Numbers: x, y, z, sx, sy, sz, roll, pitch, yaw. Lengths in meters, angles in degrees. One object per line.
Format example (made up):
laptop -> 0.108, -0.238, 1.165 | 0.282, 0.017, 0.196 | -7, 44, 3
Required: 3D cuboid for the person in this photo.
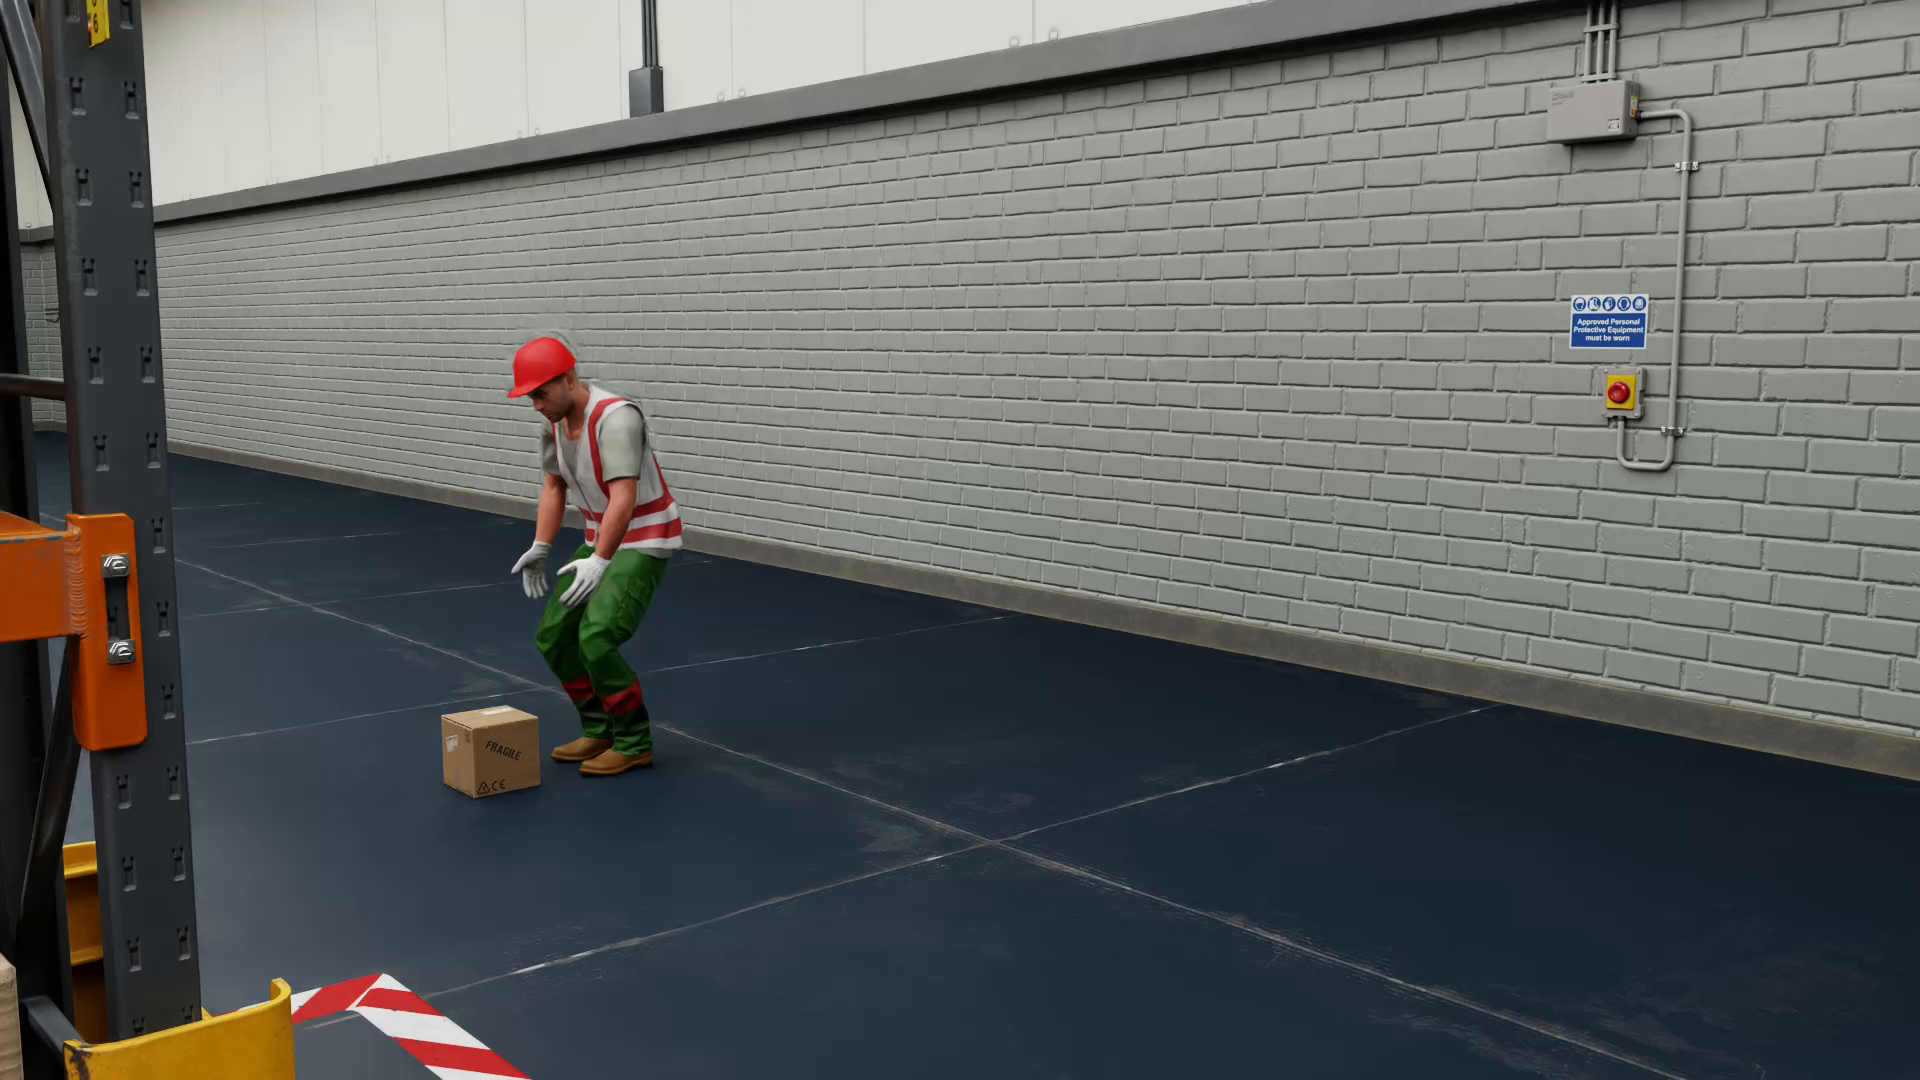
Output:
person -> -1.325, 0.057, 6.067 | 0.647, 1.580, 0.575 | -6, 10, -40
